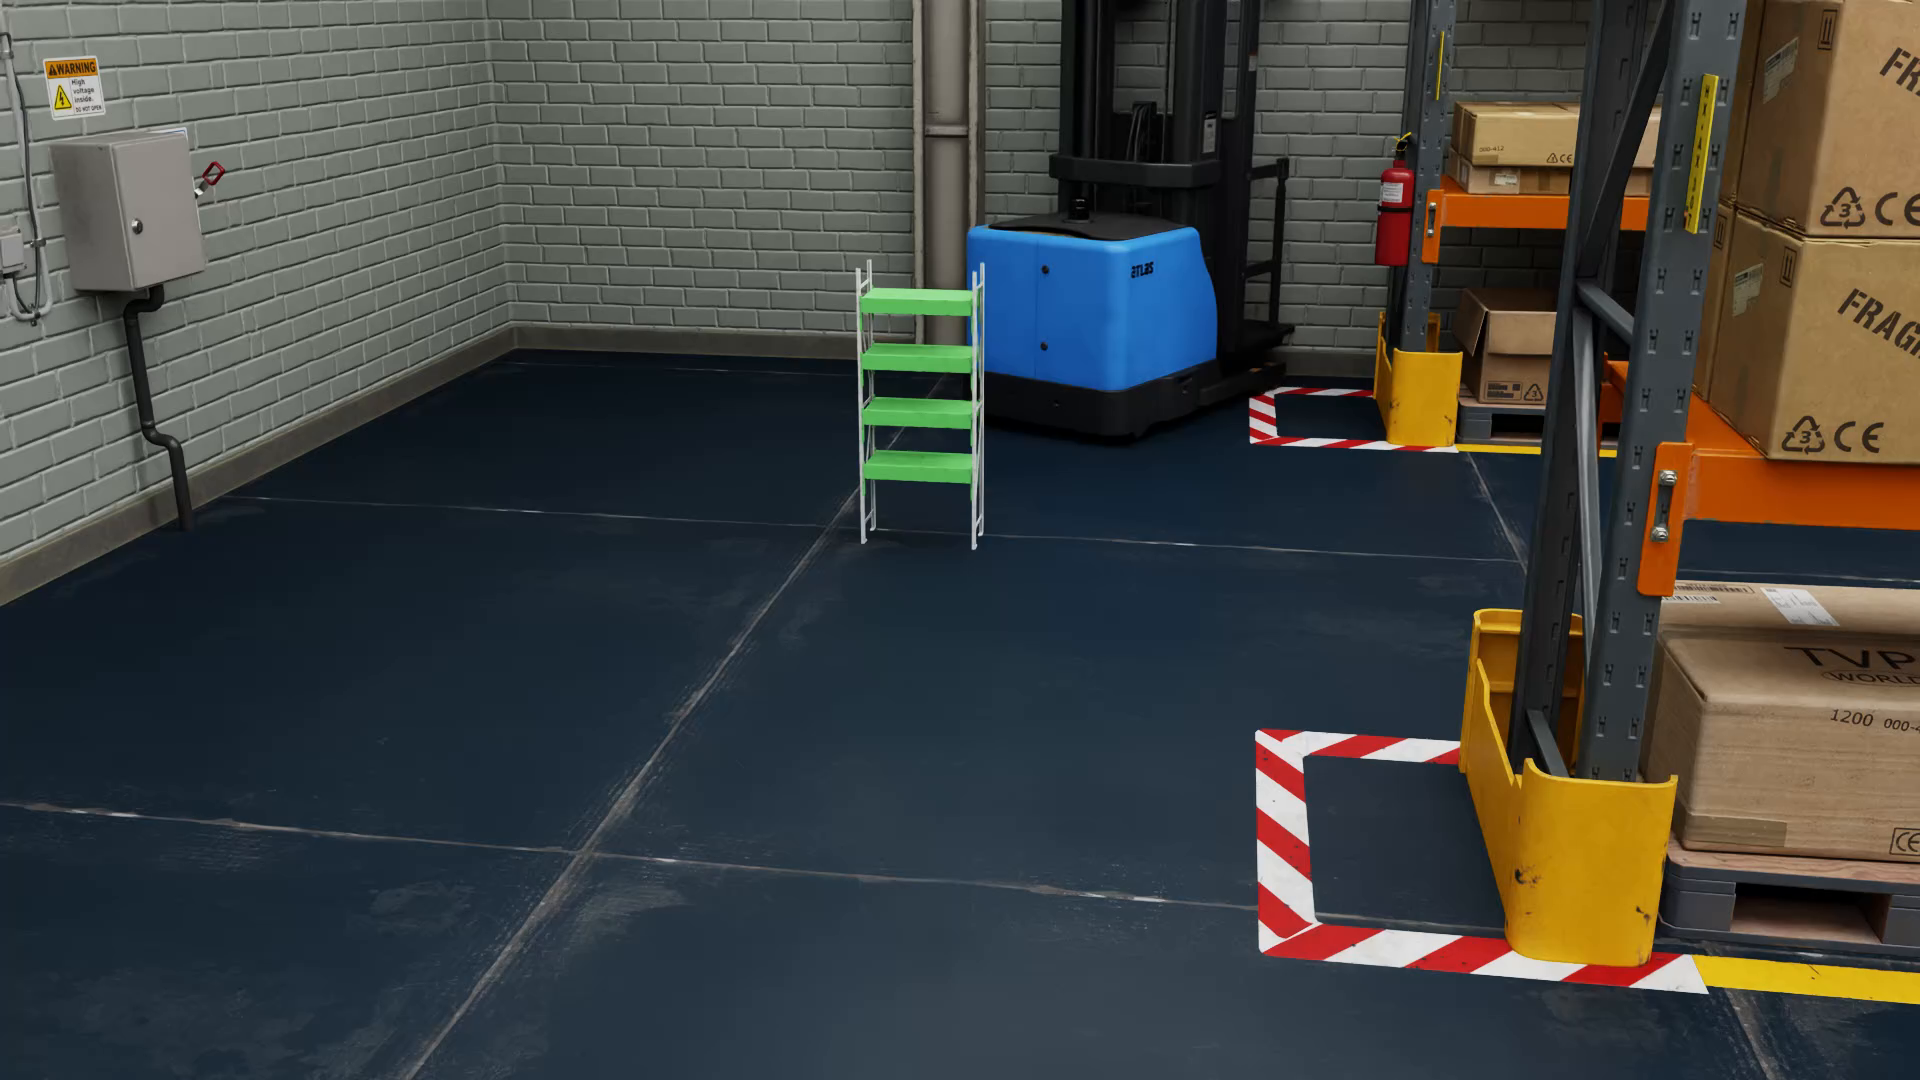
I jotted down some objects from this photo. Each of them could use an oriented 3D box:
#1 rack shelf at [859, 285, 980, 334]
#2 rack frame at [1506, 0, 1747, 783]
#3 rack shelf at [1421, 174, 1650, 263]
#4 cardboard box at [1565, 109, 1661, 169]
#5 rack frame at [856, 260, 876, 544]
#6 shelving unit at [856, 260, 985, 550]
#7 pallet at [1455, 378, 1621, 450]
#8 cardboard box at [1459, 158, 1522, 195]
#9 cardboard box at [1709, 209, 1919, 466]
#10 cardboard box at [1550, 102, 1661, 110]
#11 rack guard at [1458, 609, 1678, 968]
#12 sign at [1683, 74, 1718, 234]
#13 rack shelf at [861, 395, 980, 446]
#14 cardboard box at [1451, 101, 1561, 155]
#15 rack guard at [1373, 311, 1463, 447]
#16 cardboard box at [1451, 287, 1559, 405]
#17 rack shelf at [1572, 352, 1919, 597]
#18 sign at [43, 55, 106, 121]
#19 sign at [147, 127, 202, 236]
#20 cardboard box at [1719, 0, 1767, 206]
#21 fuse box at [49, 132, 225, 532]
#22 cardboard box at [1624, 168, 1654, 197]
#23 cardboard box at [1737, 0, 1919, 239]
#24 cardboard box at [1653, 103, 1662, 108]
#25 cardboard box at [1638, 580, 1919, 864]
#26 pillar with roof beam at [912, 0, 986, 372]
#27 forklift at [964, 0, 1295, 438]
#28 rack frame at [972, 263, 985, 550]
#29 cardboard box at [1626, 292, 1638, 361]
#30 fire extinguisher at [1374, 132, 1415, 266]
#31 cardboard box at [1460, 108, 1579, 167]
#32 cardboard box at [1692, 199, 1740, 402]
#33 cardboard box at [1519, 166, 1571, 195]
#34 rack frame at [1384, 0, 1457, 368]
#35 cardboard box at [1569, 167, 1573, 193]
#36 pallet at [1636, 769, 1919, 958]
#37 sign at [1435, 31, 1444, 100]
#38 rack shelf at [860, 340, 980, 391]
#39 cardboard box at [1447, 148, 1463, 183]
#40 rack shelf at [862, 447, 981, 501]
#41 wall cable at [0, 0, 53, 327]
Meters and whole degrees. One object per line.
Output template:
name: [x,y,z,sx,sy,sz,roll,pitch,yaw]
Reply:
rack shelf: [-0.163,-0.972,7.006,0.480,0.148,0.258,3,19,9]
rack frame: [1.671,-0.548,4.212,0.127,3.000,1.000,3,19,9]
rack shelf: [4.429,-1.661,8.674,4.000,0.370,1.077,3,19,9]
cardboard box: [3.358,-2.040,8.441,0.500,0.250,0.500,3,19,9]
rack frame: [-0.404,-0.590,7.174,0.015,1.200,0.240,3,19,9]
shelving unit: [-0.163,-0.577,7.138,0.503,1.200,0.258,3,19,9]
pallet: [3.317,-0.737,9.172,1.213,0.211,1.003,3,19,9]
cardboard box: [2.736,-1.881,8.594,0.250,0.149,0.380,3,19,8]
cardboard box: [2.099,-0.481,3.855,0.500,0.500,0.500,3,19,8]
cardboard box: [3.460,-2.206,8.938,0.500,0.250,0.500,3,19,9]
rack guard: [1.647,0.637,4.613,0.348,0.500,1.175,3,19,9]
sign: [1.577,-0.822,3.544,0.005,0.325,0.100,3,19,9]
rack shelf: [-0.163,-0.517,7.158,0.480,0.148,0.258,3,19,9]
cardboard box: [2.951,-2.233,9.016,0.500,0.250,0.500,3,19,10]
rack guard: [2.530,-0.914,9.246,0.348,0.500,1.175,3,19,9]
cardboard box: [3.044,-1.058,9.009,0.637,0.503,0.797,2,19,6]
rack shelf: [3.646,-0.106,4.026,4.000,0.370,1.077,3,19,9]
sign: [-3.636,-1.860,6.832,0.001,0.242,0.339,3,19,9]
sign: [-3.549,-1.595,7.492,0.001,0.494,0.329,3,19,9]
cardboard box: [2.185,-1.119,4.188,0.500,0.500,0.500,4,19,10]
fuse box: [-3.423,-0.864,7.188,0.414,1.711,0.539,3,19,9]
cardboard box: [3.499,-1.849,8.497,0.250,0.149,0.380,4,19,10]
cardboard box: [2.100,-0.956,3.699,0.500,0.500,0.500,3,19,7]
cardboard box: [3.948,-2.180,8.859,0.500,0.250,0.500,4,19,10]
cardboard box: [2.339,0.470,4.547,0.875,0.438,0.875,2,19,7]
pillar with roof beam: [-0.747,-4.017,5.127,0.400,9.000,9.100,3,19,9]
forklift: [1.314,-2.333,9.655,1.130,2.935,3.031,14,23,35]
rack frame: [0.077,-0.565,7.101,0.015,1.200,0.240,3,19,9]
cardboard box: [3.881,-1.001,8.845,0.500,0.500,0.700,4,19,11]
fire extinguisher: [2.236,-1.752,8.521,0.183,0.674,0.296,3,19,9]
cardboard box: [2.860,-2.066,8.517,0.500,0.250,0.500,3,19,9]
cardboard box: [2.189,-0.654,4.372,0.500,0.500,0.500,3,19,9]
cardboard box: [2.994,-1.883,8.599,0.250,0.149,0.380,3,19,10]
rack frame: [2.455,-2.103,8.860,0.127,3.000,1.000,3,19,9]
cardboard box: [3.259,-1.881,8.592,0.250,0.149,0.380,3,19,8]
pallet: [2.473,0.791,4.608,1.213,0.211,1.003,3,19,9]
sign: [2.369,-2.343,8.215,0.005,0.325,0.100,3,19,9]
rack shelf: [-0.163,-0.744,7.082,0.480,0.148,0.258,3,19,9]
cardboard box: [2.824,-2.051,9.102,0.250,0.149,0.380,3,19,8]
rack shelf: [-0.163,-0.289,7.234,0.480,0.148,0.258,3,19,9]
wall cable: [-3.687,-1.751,6.207,0.122,1.984,0.588,3,19,9]
